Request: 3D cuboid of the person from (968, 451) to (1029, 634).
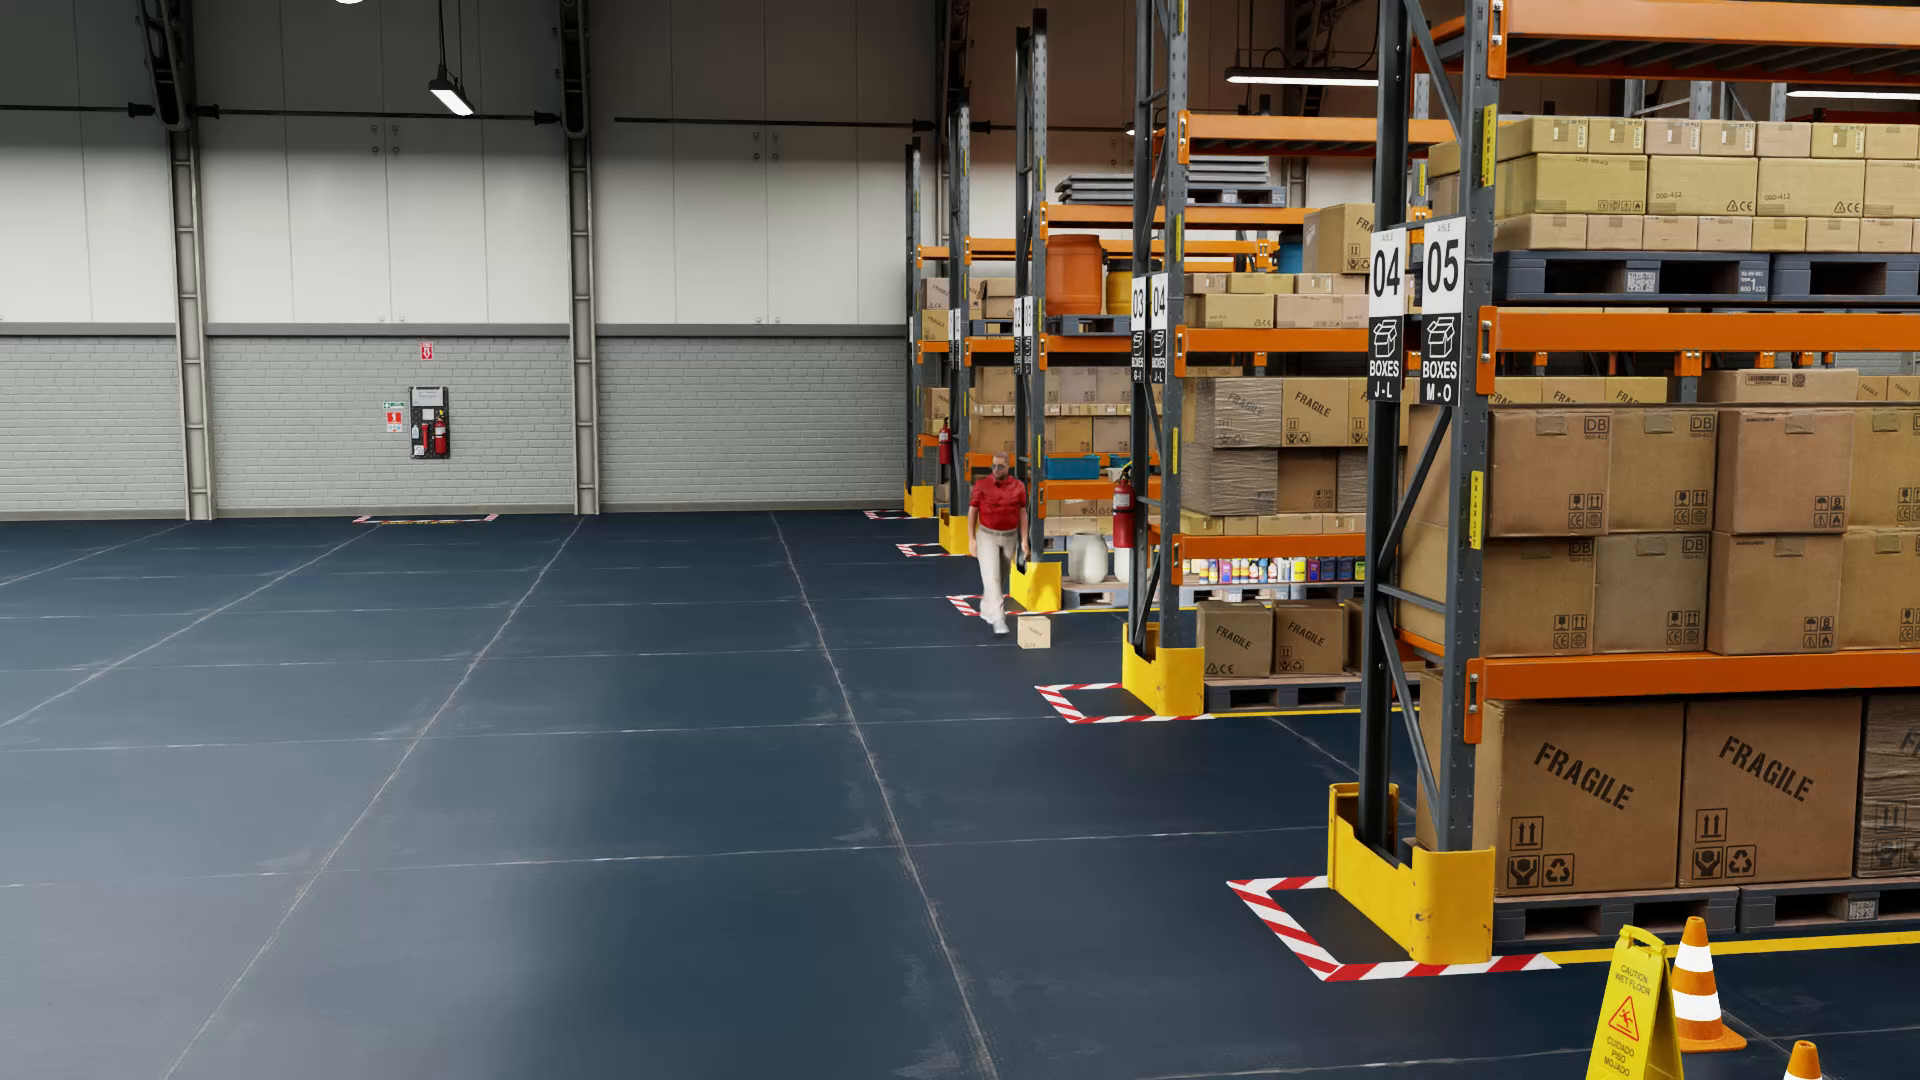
[{"bbox_3d":[0.378,0.002,15.672,0.547,1.676,0.956,-3,7,-25],"label":"person"}]
